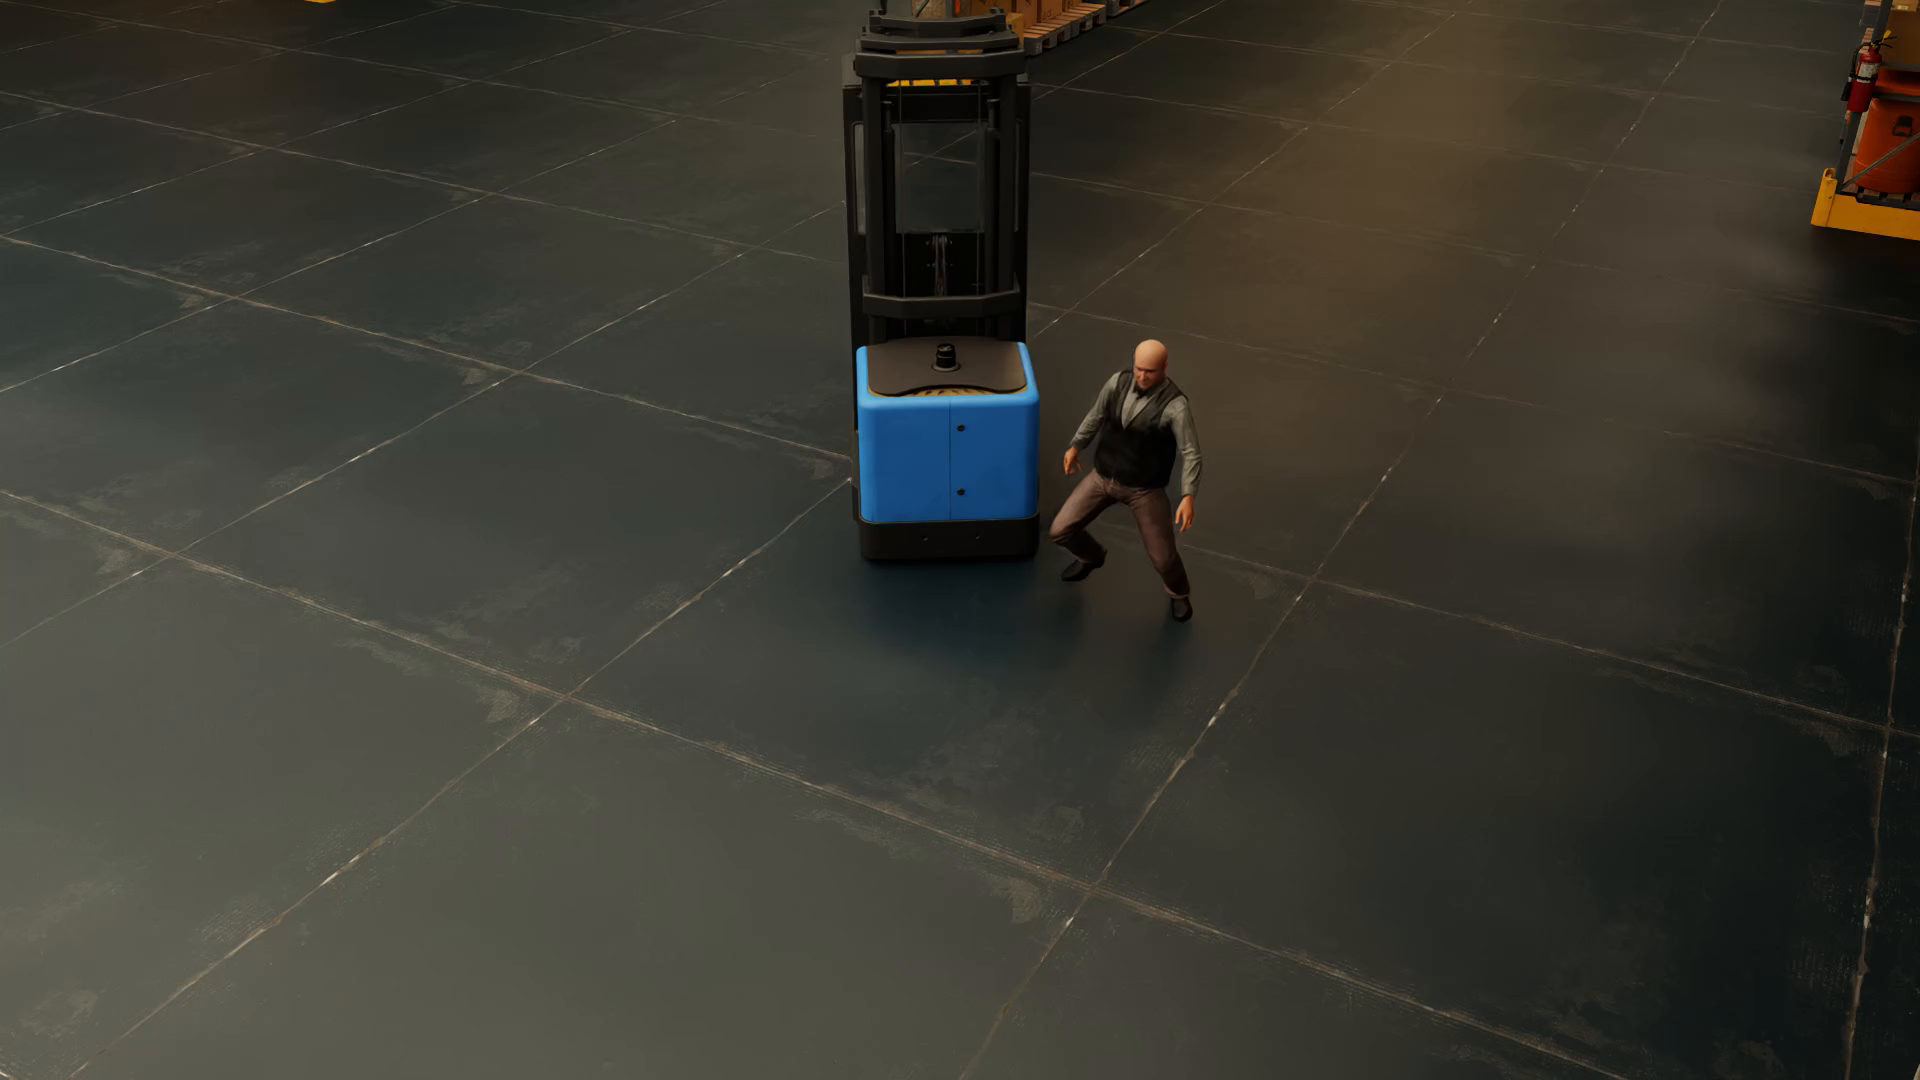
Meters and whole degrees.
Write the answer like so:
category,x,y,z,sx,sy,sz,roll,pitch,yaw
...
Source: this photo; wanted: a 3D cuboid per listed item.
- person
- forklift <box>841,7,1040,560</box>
category,x,y,z,sx,sy,sz,roll,pitch,yaw
person,0.921,-0.329,8.985,0.916,1.613,0.598,23,37,34
forklift,-0.152,-1.862,10.297,1.130,2.935,3.031,-2,30,-3
